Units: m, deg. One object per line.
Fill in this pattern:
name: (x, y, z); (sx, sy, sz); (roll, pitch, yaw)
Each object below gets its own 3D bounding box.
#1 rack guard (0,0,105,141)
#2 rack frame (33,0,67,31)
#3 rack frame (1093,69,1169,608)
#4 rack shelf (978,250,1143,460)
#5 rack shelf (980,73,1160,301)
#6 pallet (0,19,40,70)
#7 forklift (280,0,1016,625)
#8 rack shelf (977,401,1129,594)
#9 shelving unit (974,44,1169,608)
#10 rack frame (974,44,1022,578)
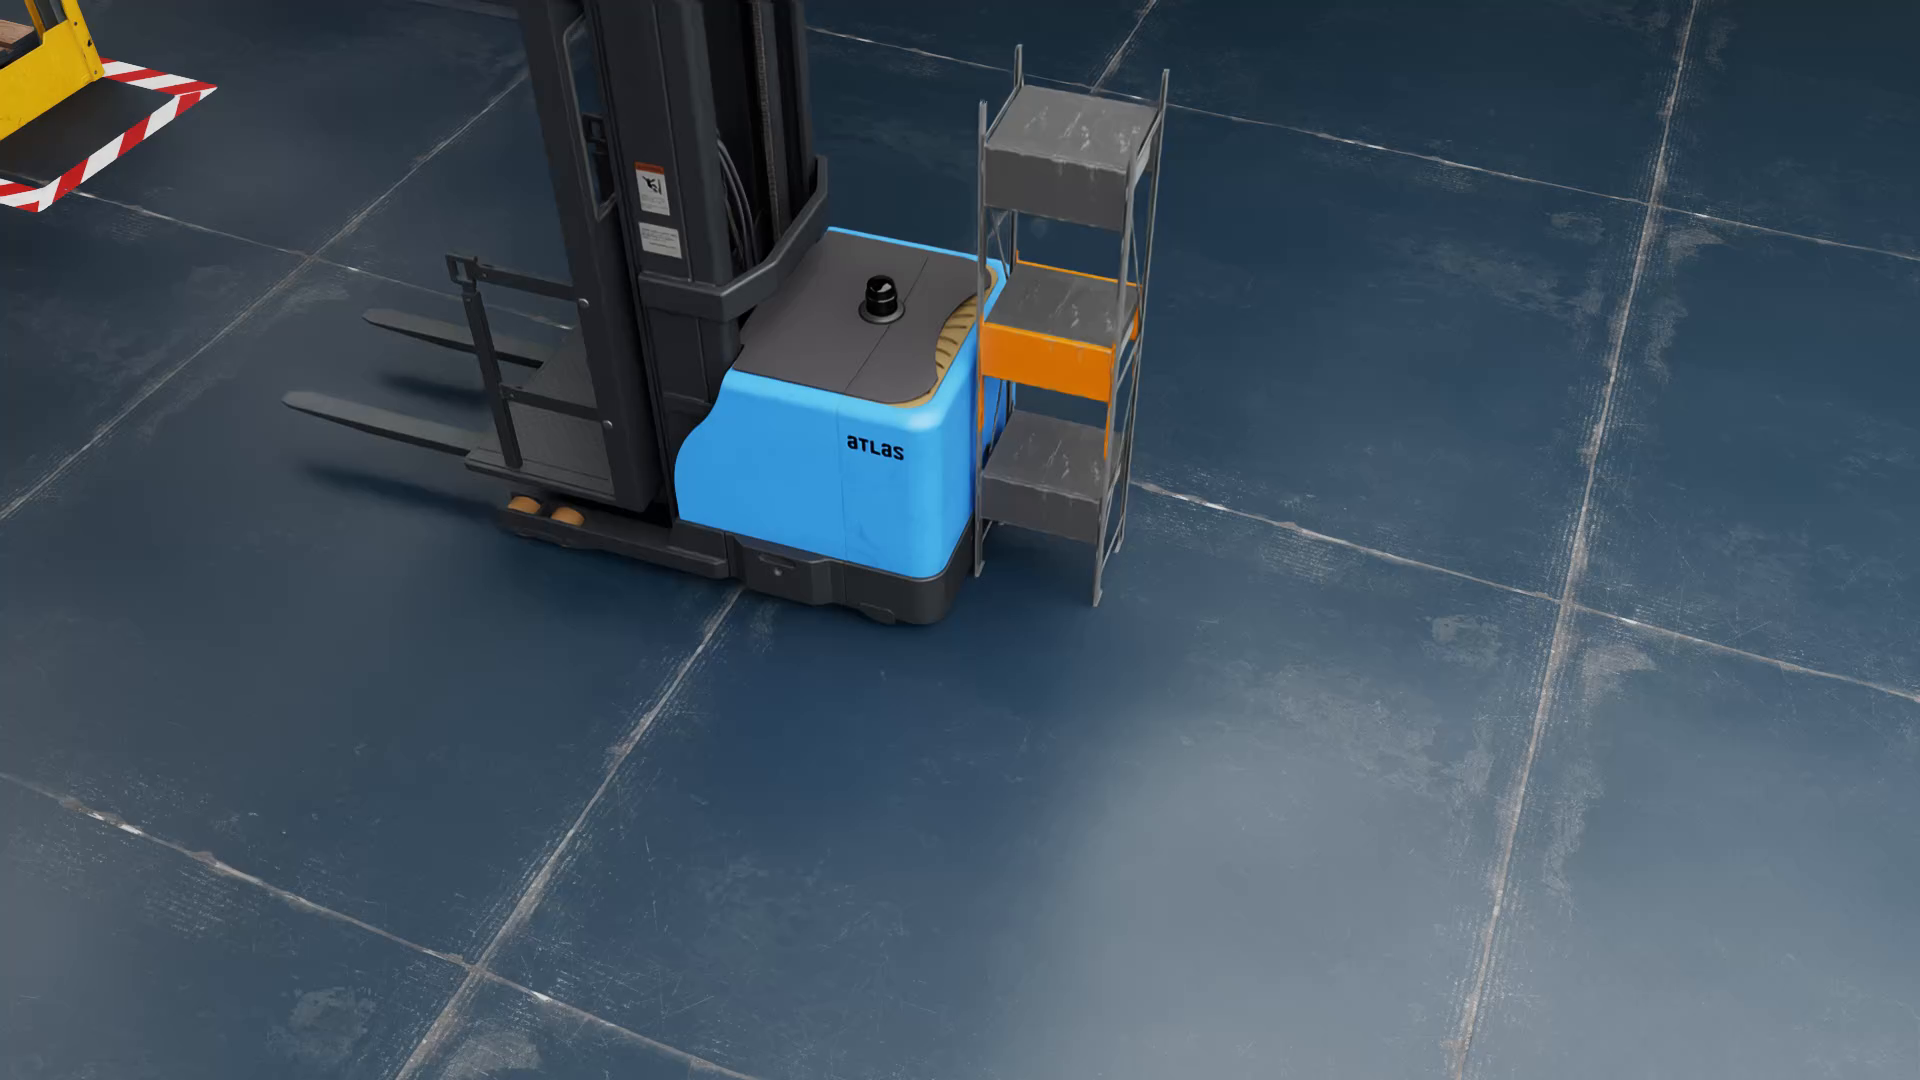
rack guard: (-5.197, -2.499, 8.907); (0.348, 0.500, 1.175); (16, 47, 16)
rack frame: (-5.127, -3.364, 8.004); (0.127, 3.000, 1.000); (16, 47, 16)
rack frame: (0.591, -0.615, 5.879); (0.015, 2.100, 0.400); (14, 46, 13)
rack shelf: (0.361, -0.662, 5.946); (0.480, 0.518, 0.431); (14, 46, 13)
rack shelf: (0.361, -1.158, 5.452); (0.480, 0.518, 0.431); (14, 46, 13)
pallet: (-5.933, -2.640, 9.254); (1.213, 0.211, 1.003); (16, 47, 16)
forklift: (-1.337, -1.345, 6.024); (3.031, 2.935, 1.130); (14, 46, 13)
rack shelf: (0.361, -0.165, 6.439); (0.480, 0.518, 0.431); (14, 46, 13)
shelving unit: (0.361, -0.671, 5.936); (0.503, 2.100, 0.431); (14, 46, 13)
rack frame: (0.130, -0.728, 5.993); (0.015, 2.100, 0.400); (14, 46, 13)
